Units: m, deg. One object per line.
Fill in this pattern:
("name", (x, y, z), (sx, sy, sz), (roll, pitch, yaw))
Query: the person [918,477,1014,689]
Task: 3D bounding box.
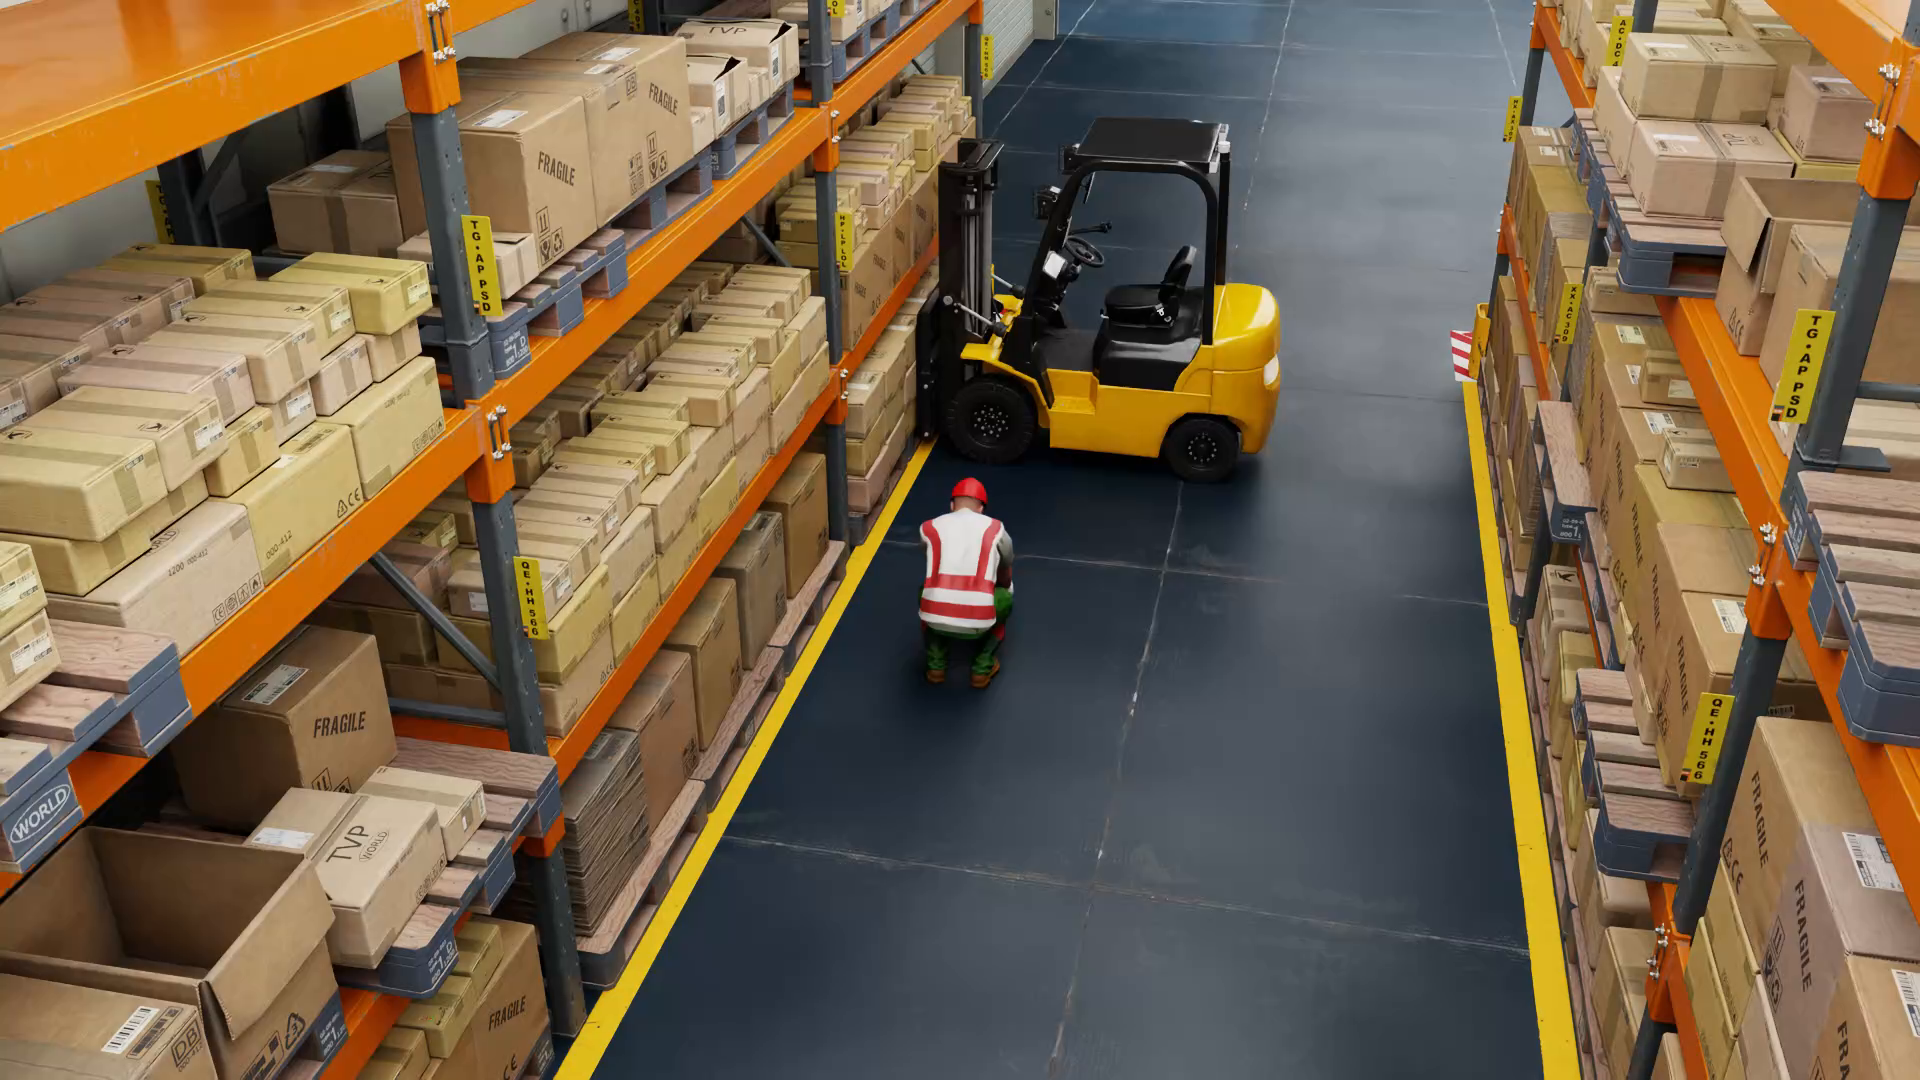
("person", (0.031, 0.226, 9.052), (0.534, 0.966, 0.963), (5, 29, 10))
